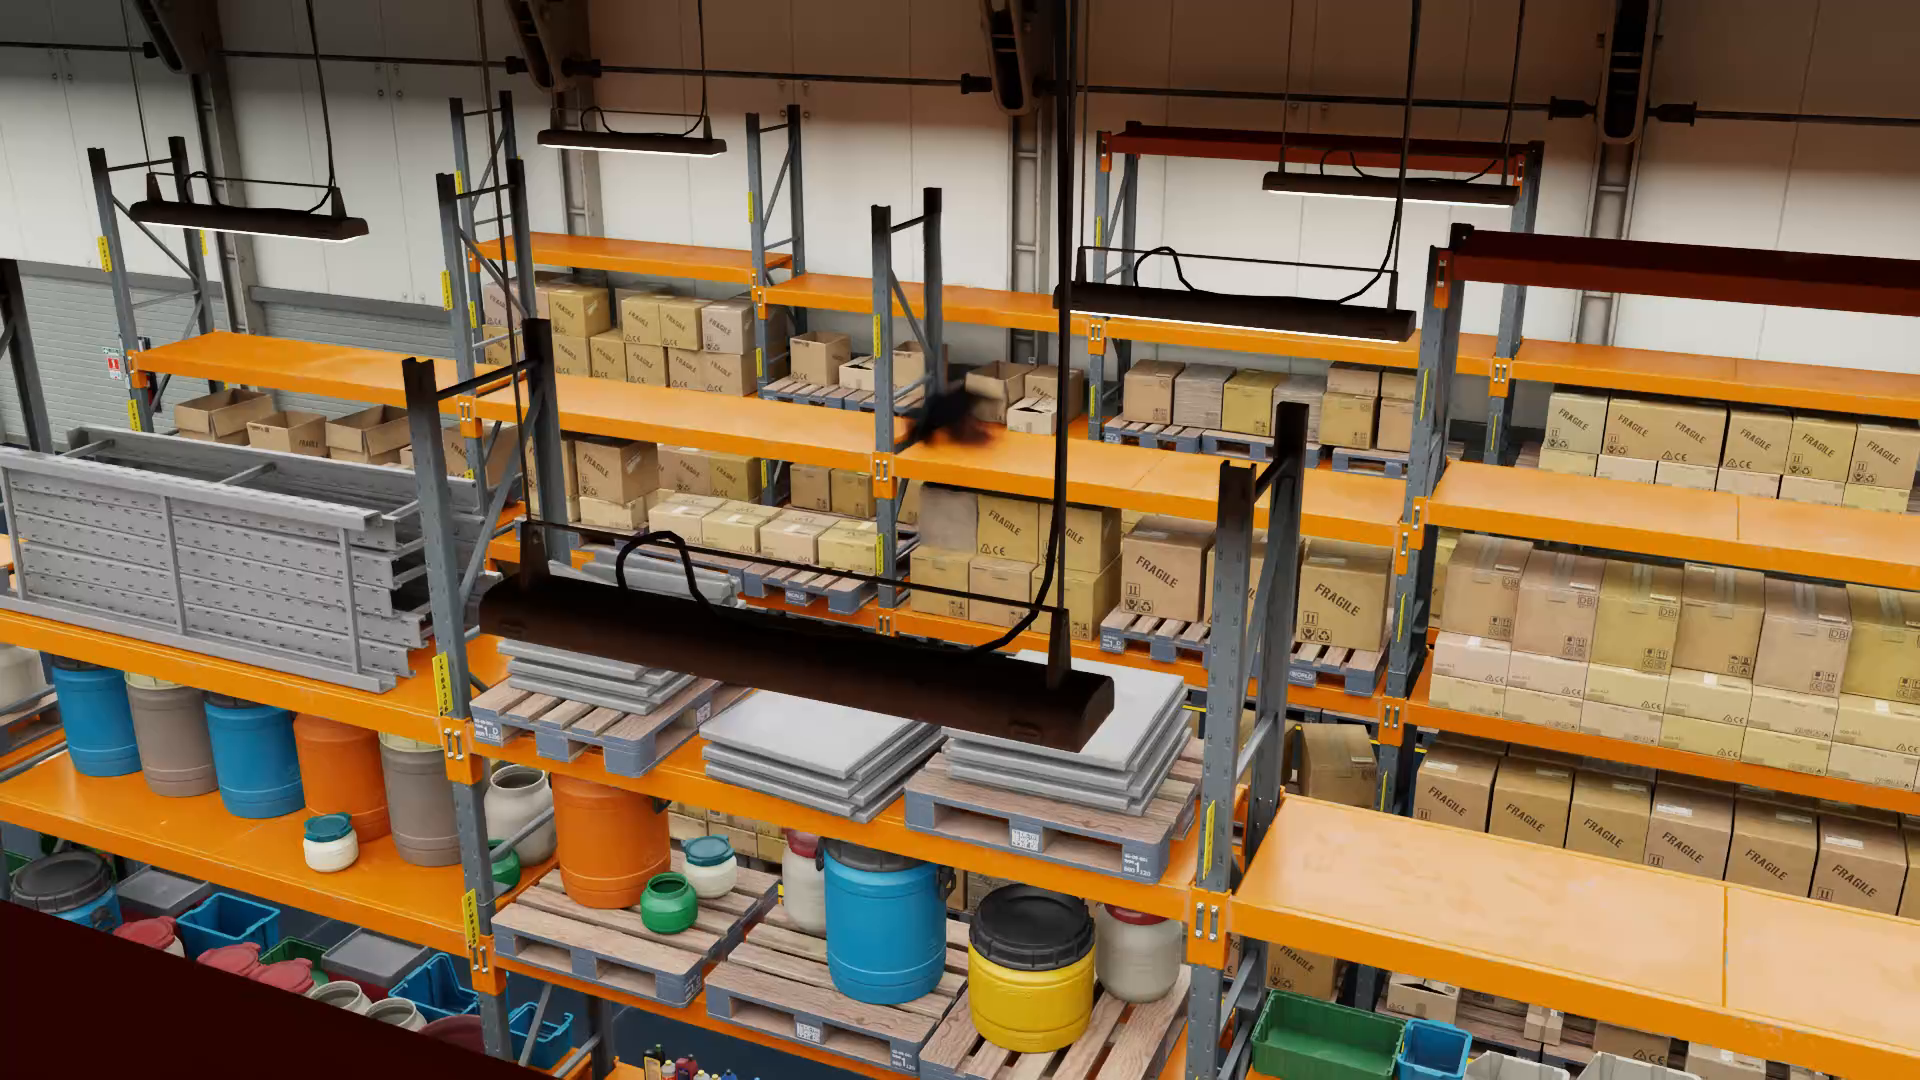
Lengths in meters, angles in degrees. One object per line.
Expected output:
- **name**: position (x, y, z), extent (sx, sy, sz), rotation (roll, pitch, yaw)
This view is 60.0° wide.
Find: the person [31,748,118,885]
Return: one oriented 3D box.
- **person**: position (-7.470, 2.316, 13.949), extent (0.908, 1.770, 0.668), rotation (8, 22, 21)
